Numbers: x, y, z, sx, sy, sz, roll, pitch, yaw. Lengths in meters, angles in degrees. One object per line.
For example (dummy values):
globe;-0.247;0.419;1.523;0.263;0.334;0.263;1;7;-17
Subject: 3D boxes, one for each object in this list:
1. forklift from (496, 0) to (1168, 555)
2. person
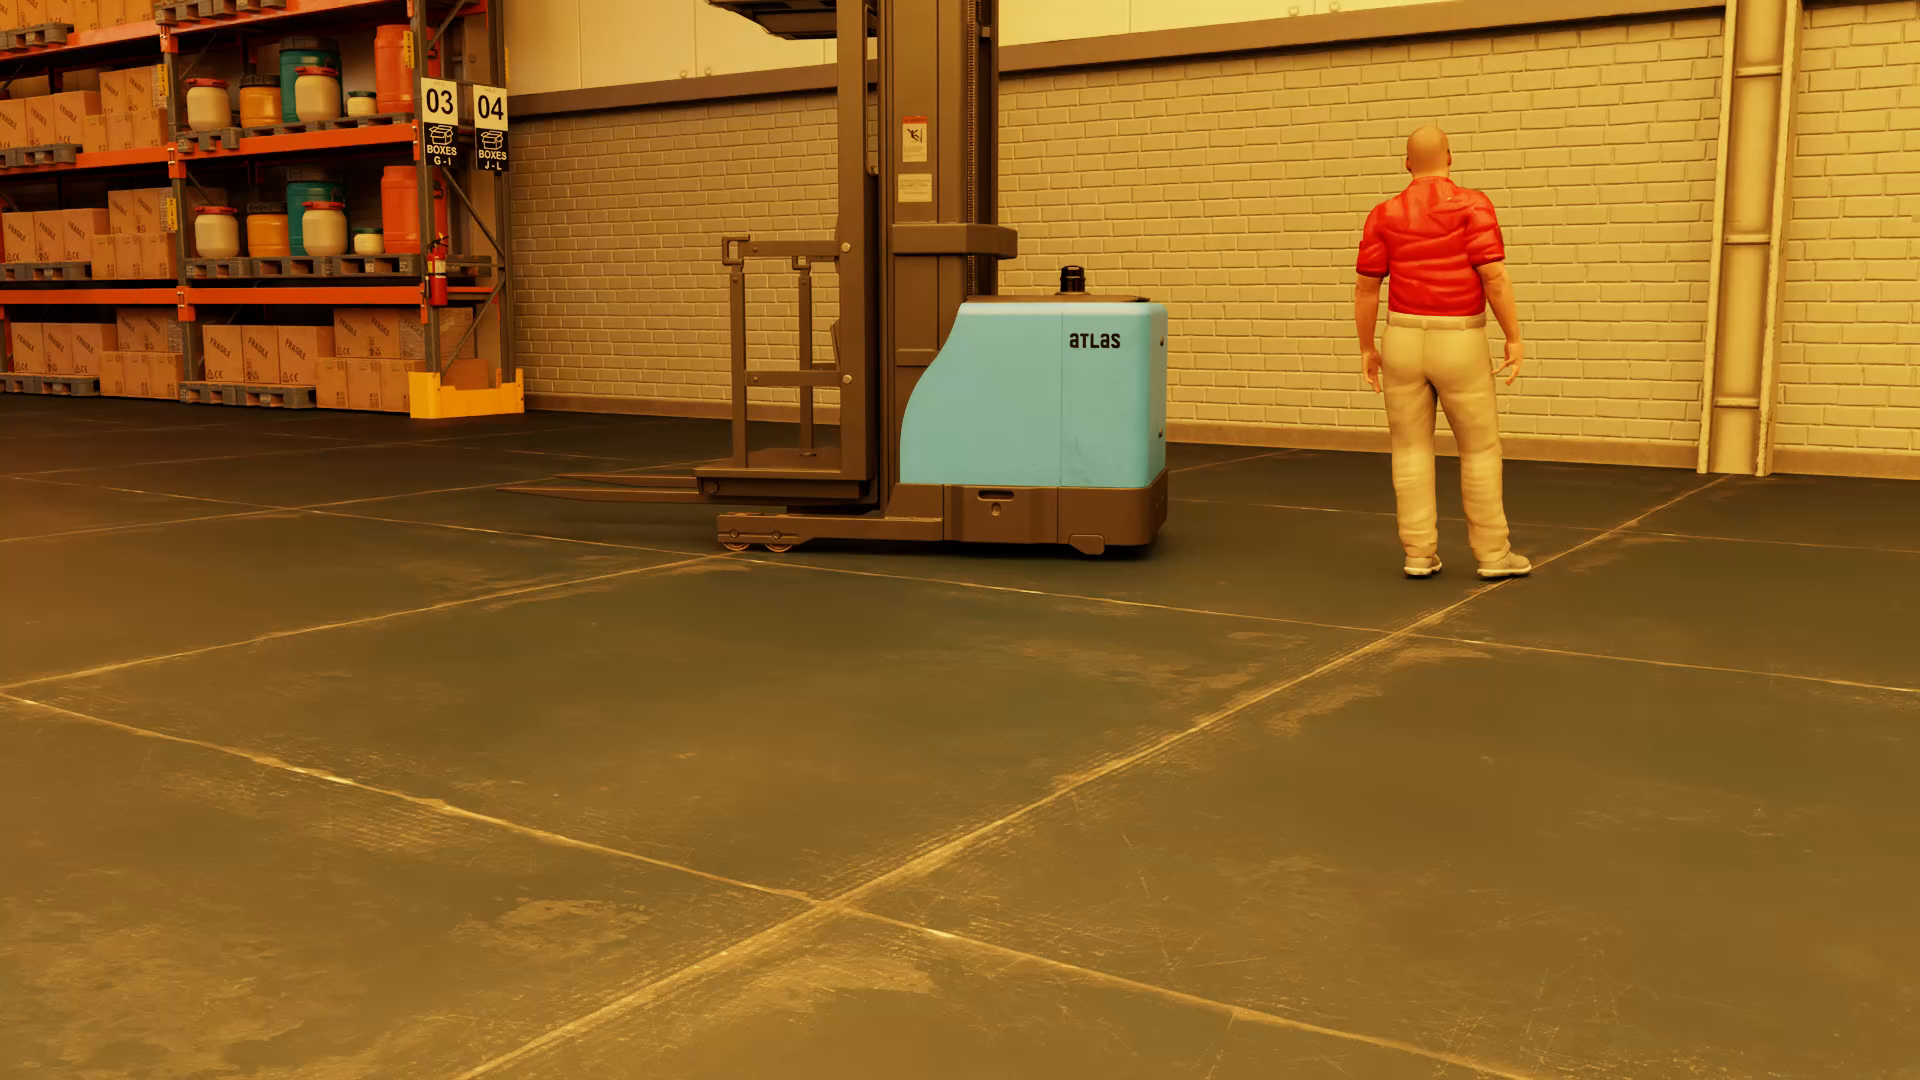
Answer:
forklift;-0.596;-1.469;7.520;3.031;2.935;1.130;2;8;12
person;1.892;-0.723;6.494;0.642;1.727;0.550;5;10;33
